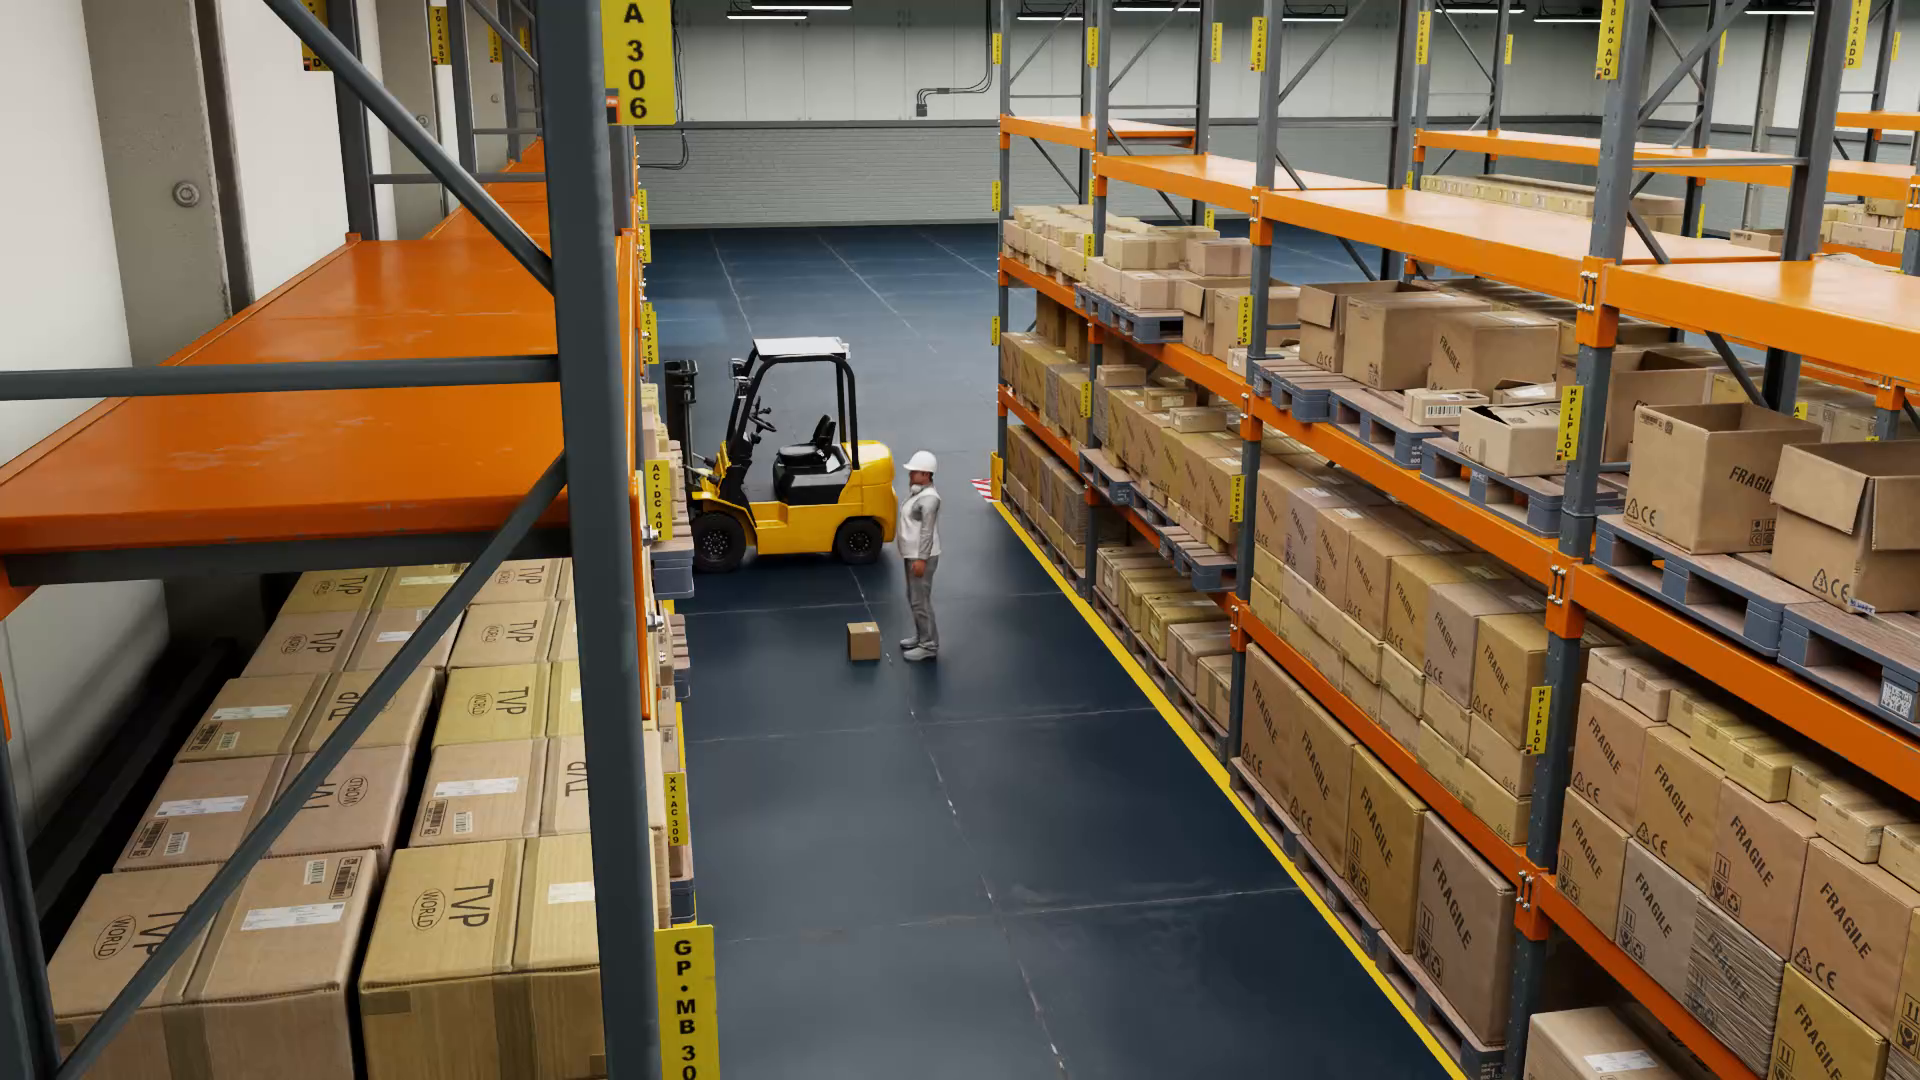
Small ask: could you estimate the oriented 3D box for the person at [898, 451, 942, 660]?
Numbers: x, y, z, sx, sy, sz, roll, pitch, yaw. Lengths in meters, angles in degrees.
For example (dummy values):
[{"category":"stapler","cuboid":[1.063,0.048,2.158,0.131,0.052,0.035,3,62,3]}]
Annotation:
[{"category":"person","cuboid":[-0.346,0.117,14.090,0.358,1.769,0.531,-3,16,-9]}]
